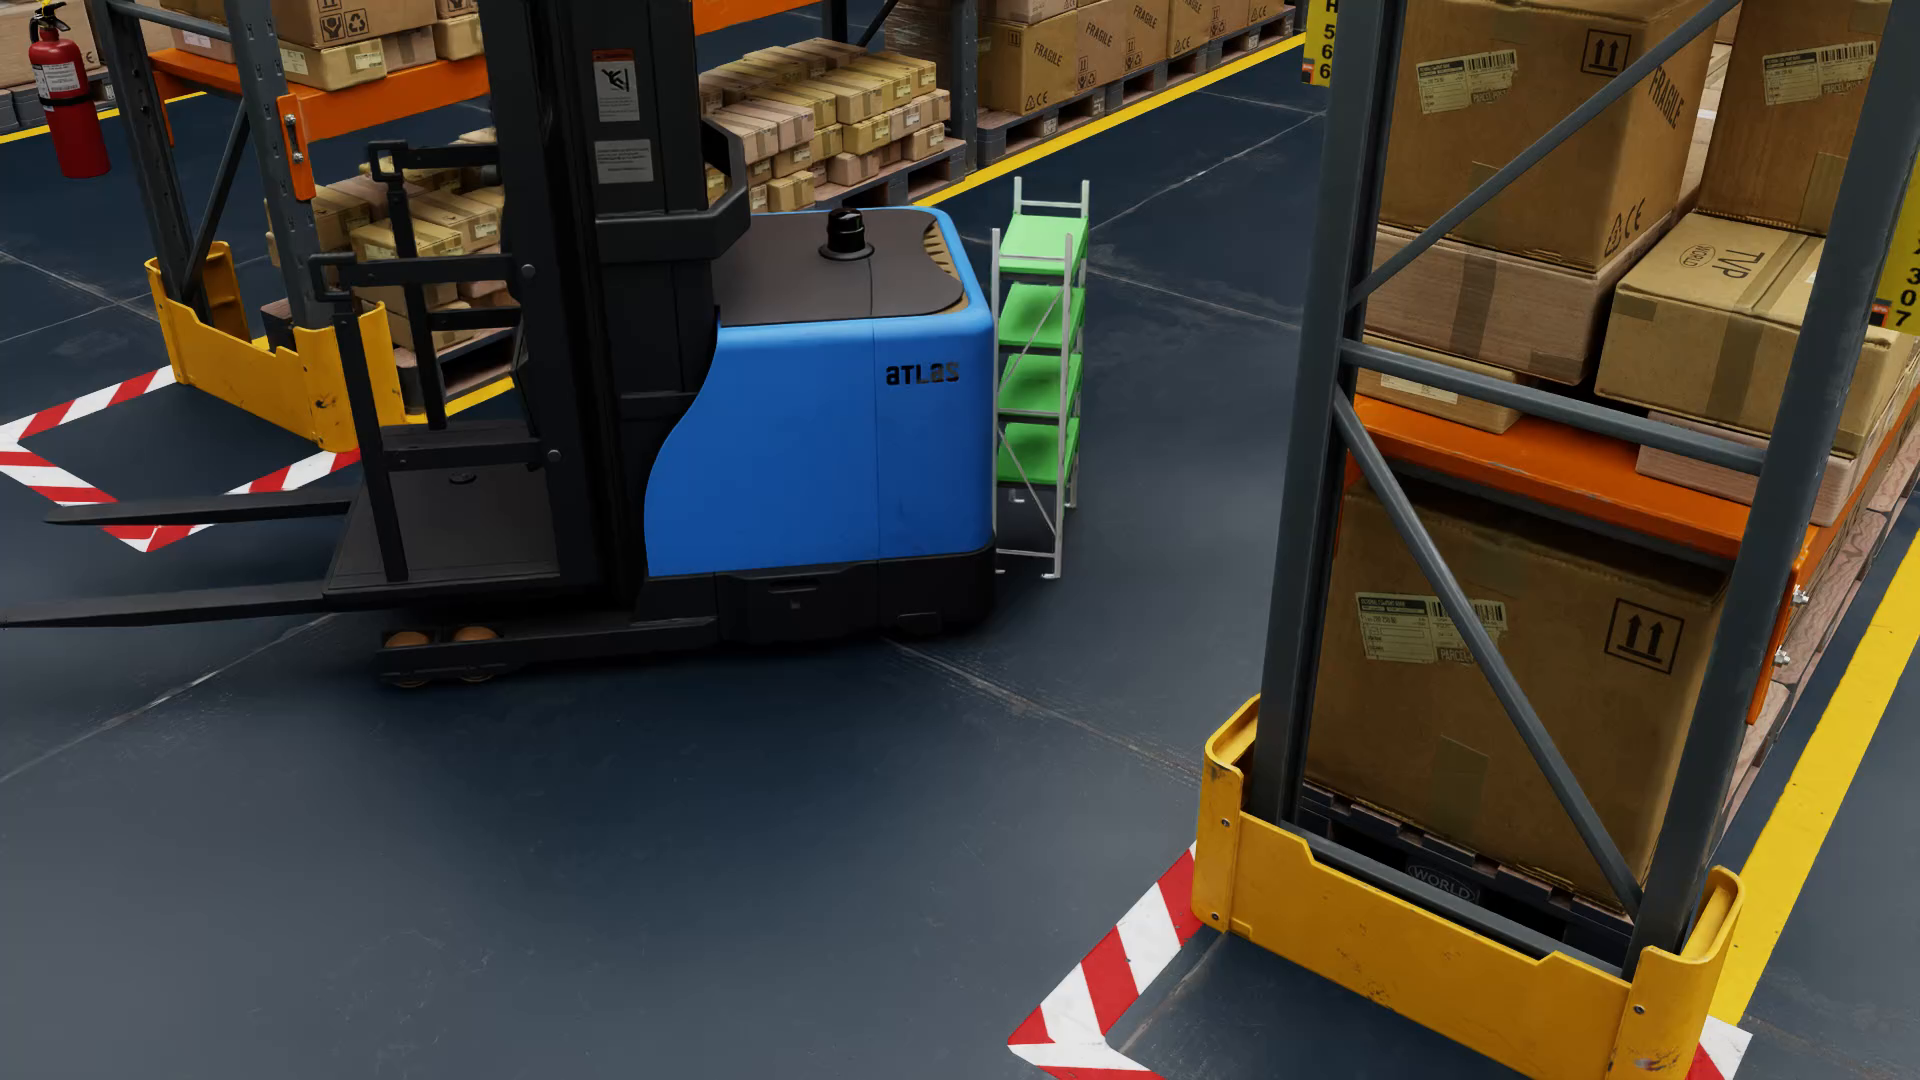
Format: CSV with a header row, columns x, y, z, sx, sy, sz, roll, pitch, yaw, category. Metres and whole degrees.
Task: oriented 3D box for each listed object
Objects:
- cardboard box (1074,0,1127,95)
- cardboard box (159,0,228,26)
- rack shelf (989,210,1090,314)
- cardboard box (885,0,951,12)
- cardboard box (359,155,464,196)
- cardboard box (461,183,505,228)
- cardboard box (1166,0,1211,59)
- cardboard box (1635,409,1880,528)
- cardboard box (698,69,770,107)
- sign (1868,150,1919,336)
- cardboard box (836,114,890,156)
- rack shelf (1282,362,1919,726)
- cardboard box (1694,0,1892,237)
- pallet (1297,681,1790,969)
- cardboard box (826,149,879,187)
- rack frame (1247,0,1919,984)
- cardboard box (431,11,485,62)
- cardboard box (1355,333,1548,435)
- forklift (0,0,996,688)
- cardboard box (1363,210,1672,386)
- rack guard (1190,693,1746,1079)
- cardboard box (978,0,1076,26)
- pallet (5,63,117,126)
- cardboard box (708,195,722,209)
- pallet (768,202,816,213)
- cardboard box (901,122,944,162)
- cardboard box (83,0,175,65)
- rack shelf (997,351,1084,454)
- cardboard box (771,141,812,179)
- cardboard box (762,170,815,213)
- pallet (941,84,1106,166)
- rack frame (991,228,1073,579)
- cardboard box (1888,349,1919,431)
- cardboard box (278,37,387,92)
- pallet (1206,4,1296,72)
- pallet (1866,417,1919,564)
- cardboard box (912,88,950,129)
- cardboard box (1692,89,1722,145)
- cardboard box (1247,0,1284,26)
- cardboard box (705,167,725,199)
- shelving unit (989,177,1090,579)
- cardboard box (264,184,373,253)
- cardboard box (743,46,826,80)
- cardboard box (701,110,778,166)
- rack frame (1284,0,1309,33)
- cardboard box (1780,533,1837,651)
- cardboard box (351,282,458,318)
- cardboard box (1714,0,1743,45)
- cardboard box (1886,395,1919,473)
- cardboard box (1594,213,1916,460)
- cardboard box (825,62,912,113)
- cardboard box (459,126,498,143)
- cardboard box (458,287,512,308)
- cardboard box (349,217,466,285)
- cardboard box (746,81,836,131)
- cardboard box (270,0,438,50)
x,y,z,sx,sy,sz,roll,pitch,yaw,category
0.635,-2.990,9.893,0.500,0.500,0.500,23,38,33,cardboard box
-2.689,-2.257,6.227,0.500,0.500,0.500,22,37,32,cardboard box
0.256,-0.882,5.245,0.258,0.148,0.480,5,31,8,rack shelf
-0.092,-3.259,9.611,0.500,0.250,0.500,20,36,30,cardboard box
-2.385,-1.557,7.235,0.380,0.149,0.250,20,36,30,cardboard box
-1.843,-1.355,6.895,0.380,0.149,0.250,21,37,31,cardboard box
1.263,-3.404,10.591,0.500,0.500,0.500,19,36,29,cardboard box
1.616,-0.191,3.377,0.380,0.149,0.250,22,37,32,cardboard box
-1.180,-2.259,8.421,0.380,0.149,0.250,20,36,30,cardboard box
1.577,-0.490,2.708,0.100,0.325,0.005,21,37,31,sign
-0.578,-2.078,8.407,0.380,0.149,0.250,20,36,30,cardboard box
2.346,-0.760,4.796,1.077,0.370,4.000,21,37,31,rack shelf
1.945,-0.958,3.544,0.500,0.500,0.500,20,36,30,cardboard box
1.559,0.594,4.541,1.003,0.211,1.213,21,37,31,pallet
-0.637,-1.933,8.454,0.380,0.149,0.250,20,36,30,cardboard box
1.138,-0.257,3.241,1.000,3.000,0.127,21,37,31,rack frame
-1.972,-1.956,6.355,0.380,0.149,0.250,20,36,30,cardboard box
1.091,-0.395,3.720,0.380,0.149,0.250,22,37,32,cardboard box
-1.450,-1.106,4.742,3.031,2.935,1.130,-4,31,-7,forklift
1.219,-0.599,3.674,0.500,0.250,0.500,20,36,31,cardboard box
1.124,0.828,3.862,1.175,0.500,0.348,21,37,31,rack guard
0.316,-3.097,9.338,0.500,0.250,0.500,19,36,29,cardboard box
-5.605,-2.950,10.521,1.003,0.211,1.213,21,37,31,pallet
-1.260,-1.526,7.767,0.380,0.149,0.250,21,37,31,cardboard box
-1.454,-1.469,8.021,1.003,0.211,1.213,21,37,31,pallet
-0.306,-2.140,8.803,0.380,0.149,0.250,22,37,32,cardboard box
-5.352,-3.425,10.688,0.875,0.438,0.875,20,36,30,cardboard box
0.256,-0.469,5.489,0.258,0.148,0.480,5,31,8,rack shelf
-0.946,-1.897,8.101,0.380,0.149,0.250,22,37,32,cardboard box
-0.930,-1.719,8.094,0.380,0.149,0.250,21,37,31,cardboard box
0.128,-2.568,9.875,1.003,0.211,1.213,21,37,31,pallet
0.216,-0.401,5.249,0.240,1.200,0.015,5,31,8,rack frame
1.924,-0.400,3.730,0.380,0.149,0.250,20,36,30,cardboard box
-2.298,-1.747,6.002,0.380,0.149,0.250,21,36,31,cardboard box
1.601,-3.559,11.549,1.003,0.211,1.213,21,37,31,pallet
3.032,-0.398,6.215,1.003,0.211,1.213,21,37,31,pallet
-0.277,-2.307,8.792,0.380,0.149,0.250,22,37,32,cardboard box
1.833,-1.012,4.371,0.500,0.250,0.500,20,36,30,cardboard box
1.885,-3.833,11.316,0.500,0.500,0.500,21,37,31,cardboard box
-1.319,-1.699,7.767,0.380,0.149,0.250,23,38,33,cardboard box
0.256,-0.524,5.457,0.258,1.200,0.503,5,31,8,shelving unit
-2.637,-1.328,6.849,0.380,0.149,0.250,22,37,32,cardboard box
-0.927,-2.490,8.811,0.380,0.149,0.250,23,38,34,cardboard box
-1.076,-1.883,7.786,0.380,0.149,0.250,20,36,30,cardboard box
2.074,-5.076,11.373,1.000,3.000,0.127,21,37,31,rack frame
2.010,-0.178,4.780,0.875,0.875,0.875,21,37,31,cardboard box
-2.234,-1.040,6.656,0.380,0.149,0.250,23,38,33,cardboard box
2.446,-1.742,4.867,0.500,0.500,0.500,20,36,30,cardboard box
3.091,-0.906,6.008,0.875,0.875,0.875,21,37,31,cardboard box
1.643,-0.432,3.393,0.500,0.250,0.500,20,36,30,cardboard box
-0.470,-2.320,8.523,0.380,0.149,0.250,22,37,32,cardboard box
-2.060,-1.769,7.593,0.380,0.149,0.250,23,37,33,cardboard box
-2.091,-1.025,6.921,0.380,0.149,0.250,21,37,31,cardboard box
-2.168,-1.143,6.537,0.380,0.149,0.250,19,36,29,cardboard box
-0.834,-2.135,8.211,0.380,0.149,0.250,22,37,33,cardboard box
-2.264,-2.093,5.949,0.500,0.500,0.500,23,38,33,cardboard box
